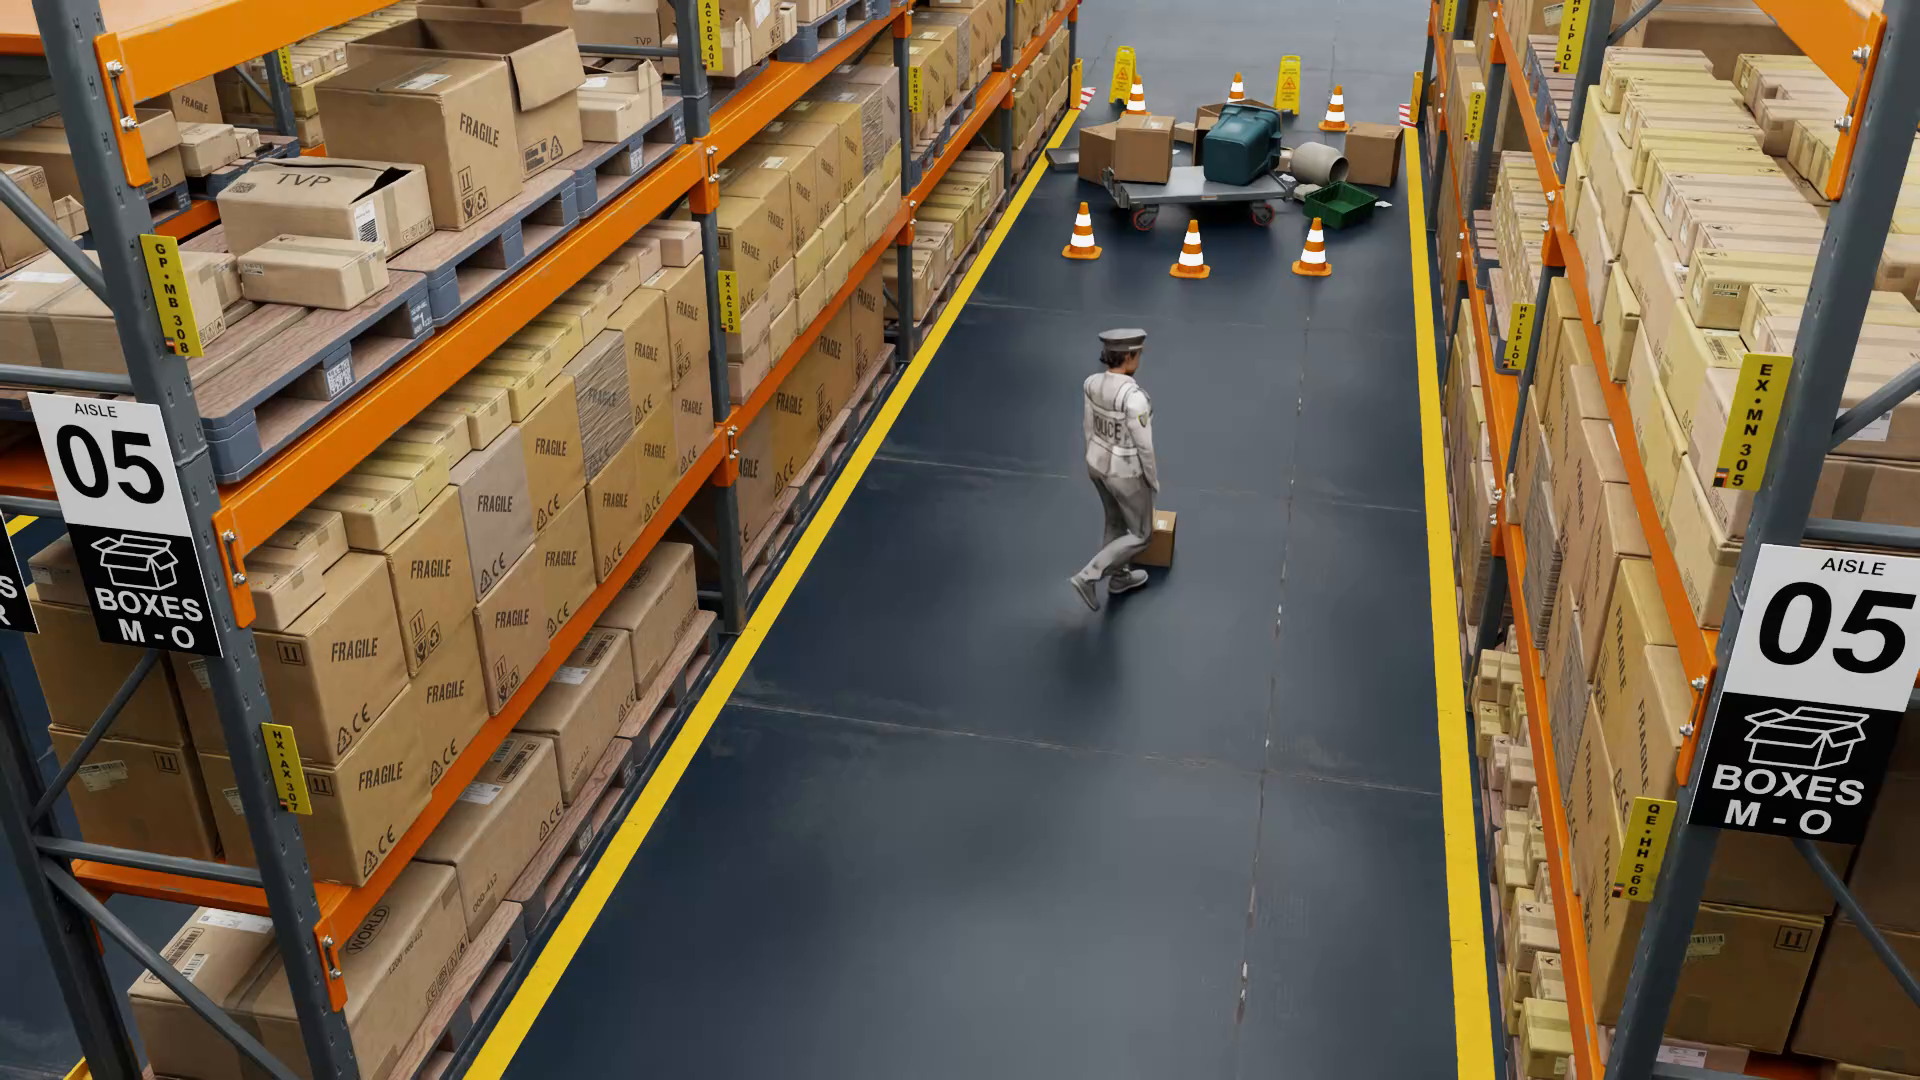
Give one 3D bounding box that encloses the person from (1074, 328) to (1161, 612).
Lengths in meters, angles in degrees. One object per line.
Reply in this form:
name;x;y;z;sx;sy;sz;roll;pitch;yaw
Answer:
person;0.873;-0.371;9.255;0.656;1.648;0.507;-18;33;-29
